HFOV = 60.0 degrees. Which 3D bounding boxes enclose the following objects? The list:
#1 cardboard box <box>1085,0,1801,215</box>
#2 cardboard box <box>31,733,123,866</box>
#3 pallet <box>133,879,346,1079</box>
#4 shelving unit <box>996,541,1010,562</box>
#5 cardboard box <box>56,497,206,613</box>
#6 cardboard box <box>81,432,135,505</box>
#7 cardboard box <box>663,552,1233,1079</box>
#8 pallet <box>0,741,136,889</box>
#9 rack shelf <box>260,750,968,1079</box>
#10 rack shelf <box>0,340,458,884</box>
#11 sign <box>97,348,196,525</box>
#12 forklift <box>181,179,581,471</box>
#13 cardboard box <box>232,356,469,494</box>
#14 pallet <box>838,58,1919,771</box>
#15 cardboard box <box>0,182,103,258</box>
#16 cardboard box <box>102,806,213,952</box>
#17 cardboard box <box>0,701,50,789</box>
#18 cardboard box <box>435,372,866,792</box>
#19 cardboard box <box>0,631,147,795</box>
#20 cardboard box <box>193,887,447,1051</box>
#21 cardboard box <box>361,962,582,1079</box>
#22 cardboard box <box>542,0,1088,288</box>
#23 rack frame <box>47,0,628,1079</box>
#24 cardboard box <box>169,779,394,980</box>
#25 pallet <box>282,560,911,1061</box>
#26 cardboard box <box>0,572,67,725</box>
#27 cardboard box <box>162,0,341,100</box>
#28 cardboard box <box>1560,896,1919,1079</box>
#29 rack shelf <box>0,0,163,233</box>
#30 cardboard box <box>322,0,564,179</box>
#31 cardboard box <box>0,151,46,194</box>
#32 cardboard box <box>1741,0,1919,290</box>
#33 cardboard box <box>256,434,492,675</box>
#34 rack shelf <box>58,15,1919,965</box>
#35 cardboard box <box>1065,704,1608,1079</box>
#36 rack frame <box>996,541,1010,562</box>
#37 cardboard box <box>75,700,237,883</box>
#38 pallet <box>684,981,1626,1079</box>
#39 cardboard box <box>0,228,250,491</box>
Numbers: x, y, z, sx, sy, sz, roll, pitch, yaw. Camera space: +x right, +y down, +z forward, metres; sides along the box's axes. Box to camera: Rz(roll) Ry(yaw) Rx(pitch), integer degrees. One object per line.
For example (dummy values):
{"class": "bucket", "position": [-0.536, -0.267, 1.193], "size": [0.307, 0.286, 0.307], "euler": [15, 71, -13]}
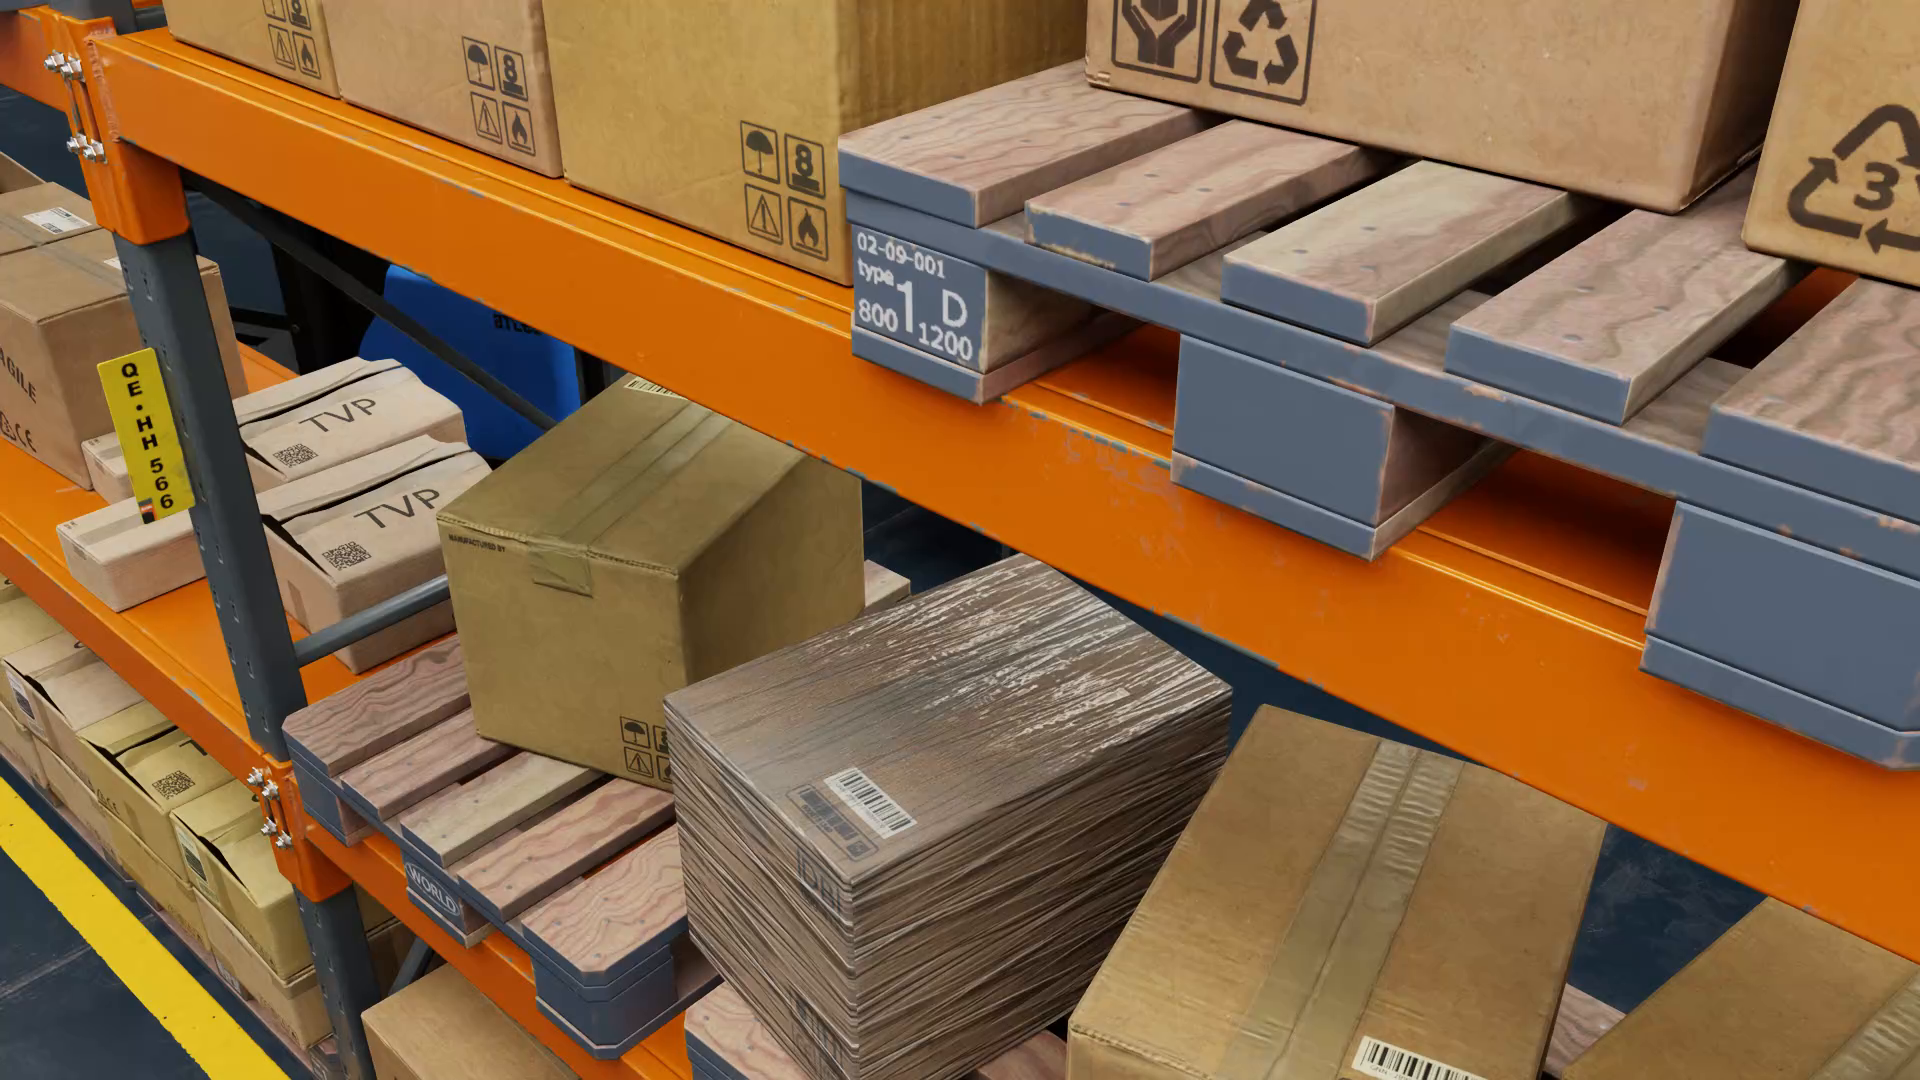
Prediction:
{"class": "cardboard box", "position": [0.543, -0.733, 1.550], "size": [0.600, 0.600, 0.600], "euler": [23, 38, 33]}
{"class": "cardboard box", "position": [-2.417, 0.653, 5.015], "size": [0.500, 0.250, 0.500], "euler": [26, 40, 36]}
{"class": "pallet", "position": [-1.692, 0.991, 4.899], "size": [1.213, 0.211, 1.003], "euler": [25, 39, 35]}
{"class": "shelving unit", "position": [-0.063, -0.672, 6.412], "size": [1.048, 1.500, 0.538], "euler": [25, 39, 35]}
{"class": "cardboard box", "position": [-1.960, -0.002, 4.088], "size": [0.250, 0.149, 0.380], "euler": [25, 39, 35]}
{"class": "cardboard box", "position": [-2.092, -0.216, 4.444], "size": [0.380, 0.149, 0.250], "euler": [-26, 40, -36]}
{"class": "cardboard box", "position": [-0.016, 0.438, 2.610], "size": [0.700, 0.500, 0.500], "euler": [-21, 37, -31]}
{"class": "pallet", "position": [-2.593, 0.569, 5.600], "size": [1.213, 0.211, 1.003], "euler": [25, 39, 35]}
{"class": "rack shelf", "position": [0.375, 1.097, 2.717], "size": [4.000, 0.370, 1.077], "euler": [25, 39, 35]}
{"class": "rack shelf", "position": [-2.591, -0.288, 5.017], "size": [4.000, 0.370, 1.077], "euler": [25, 39, 35]}
{"class": "sign", "position": [-1.478, -0.186, 3.028], "size": [0.005, 0.325, 0.100], "euler": [25, 39, 35]}
{"class": "forklift", "position": [-2.711, -1.766, 6.842], "size": [3.031, 2.935, 1.130], "euler": [11, 33, 17]}
{"class": "cardboard box", "position": [-1.641, -0.249, 4.342], "size": [0.500, 0.311, 0.500], "euler": [25, 39, 35]}
{"class": "pallet", "position": [0.650, -0.334, 1.671], "size": [1.003, 0.211, 1.213], "euler": [25, 39, 35]}
{"class": "cardboard box", "position": [-2.754, -0.703, 4.913], "size": [0.500, 0.500, 0.500], "euler": [25, 39, 35]}
{"class": "cardboard box", "position": [-2.047, 0.829, 4.724], "size": [0.500, 0.250, 0.500], "euler": [25, 39, 35]}
{"class": "cardboard box", "position": [-2.801, 0.477, 5.309], "size": [0.500, 0.250, 0.500], "euler": [26, 40, 36]}
{"class": "cardboard box", "position": [-0.566, 0.048, 3.257], "size": [0.500, 0.500, 0.700], "euler": [12, 33, 19]}
{"class": "cardboard box", "position": [-2.424, 0.414, 4.869], "size": [0.500, 0.311, 0.500], "euler": [25, 39, 35]}
{"class": "cardboard box", "position": [-1.662, 1.006, 4.430], "size": [0.500, 0.250, 0.500], "euler": [26, 40, 36]}
{"class": "cardboard box", "position": [-0.963, 1.246, 3.770], "size": [0.500, 0.500, 0.500], "euler": [27, 40, 37]}
{"class": "cardboard box", "position": [0.001, -0.737, 2.061], "size": [0.500, 0.500, 0.910], "euler": [25, 39, 35]}
{"class": "rack frame", "position": [-1.108, 0.096, 3.682], "size": [0.127, 3.000, 1.000], "euler": [25, 39, 35]}
{"class": "cardboard box", "position": [-1.662, 0.767, 4.282], "size": [0.500, 0.311, 0.500], "euler": [26, 40, 36]}
{"class": "pallet", "position": [-0.559, 0.386, 3.386], "size": [1.003, 0.211, 1.213], "euler": [25, 39, 35]}
{"class": "cardboard box", "position": [-2.794, 0.240, 5.159], "size": [0.500, 0.311, 0.500], "euler": [26, 40, 36]}
{"class": "cardboard box", "position": [-0.762, -1.093, 2.653], "size": [0.500, 0.500, 0.910], "euler": [25, 39, 35]}
{"class": "cardboard box", "position": [1.104, 0.795, 2.017], "size": [0.700, 0.500, 0.500], "euler": [-22, 38, -32]}
{"class": "rack shelf", "position": [-2.591, -1.573, 4.243], "size": [4.000, 0.370, 1.077], "euler": [25, 39, 35]}
{"class": "cardboard box", "position": [-0.384, -0.917, 2.359], "size": [0.500, 0.500, 0.910], "euler": [25, 39, 35]}
{"class": "cardboard box", "position": [-3.125, -0.876, 5.201], "size": [0.500, 0.500, 0.500], "euler": [-26, 40, -36]}
{"class": "cardboard box", "position": [1.023, -0.495, 1.155], "size": [0.600, 0.600, 0.600], "euler": [25, 39, 35]}
{"class": "cardboard box", "position": [-1.349, -0.008, 3.941], "size": [0.500, 0.311, 0.500], "euler": [-27, 40, -37]}
{"class": "rack shelf", "position": [0.375, -0.188, 1.944], "size": [4.000, 0.370, 1.077], "euler": [25, 39, 35]}
{"class": "cardboard box", "position": [0.506, 0.670, 2.224], "size": [0.500, 0.500, 0.700], "euler": [15, 34, 23]}
{"class": "rack frame", "position": [0.314, -0.496, 6.120], "size": [0.032, 1.500, 0.500], "euler": [25, 39, 35]}
{"class": "cardboard box", "position": [-2.052, 0.590, 4.577], "size": [0.500, 0.311, 0.500], "euler": [24, 39, 34]}
{"class": "pallet", "position": [0.337, 0.850, 2.616], "size": [1.213, 0.211, 1.003], "euler": [25, 39, 35]}
{"class": "cardboard box", "position": [-2.363, -0.521, 4.610], "size": [0.500, 0.500, 0.500], "euler": [23, 38, 33]}
